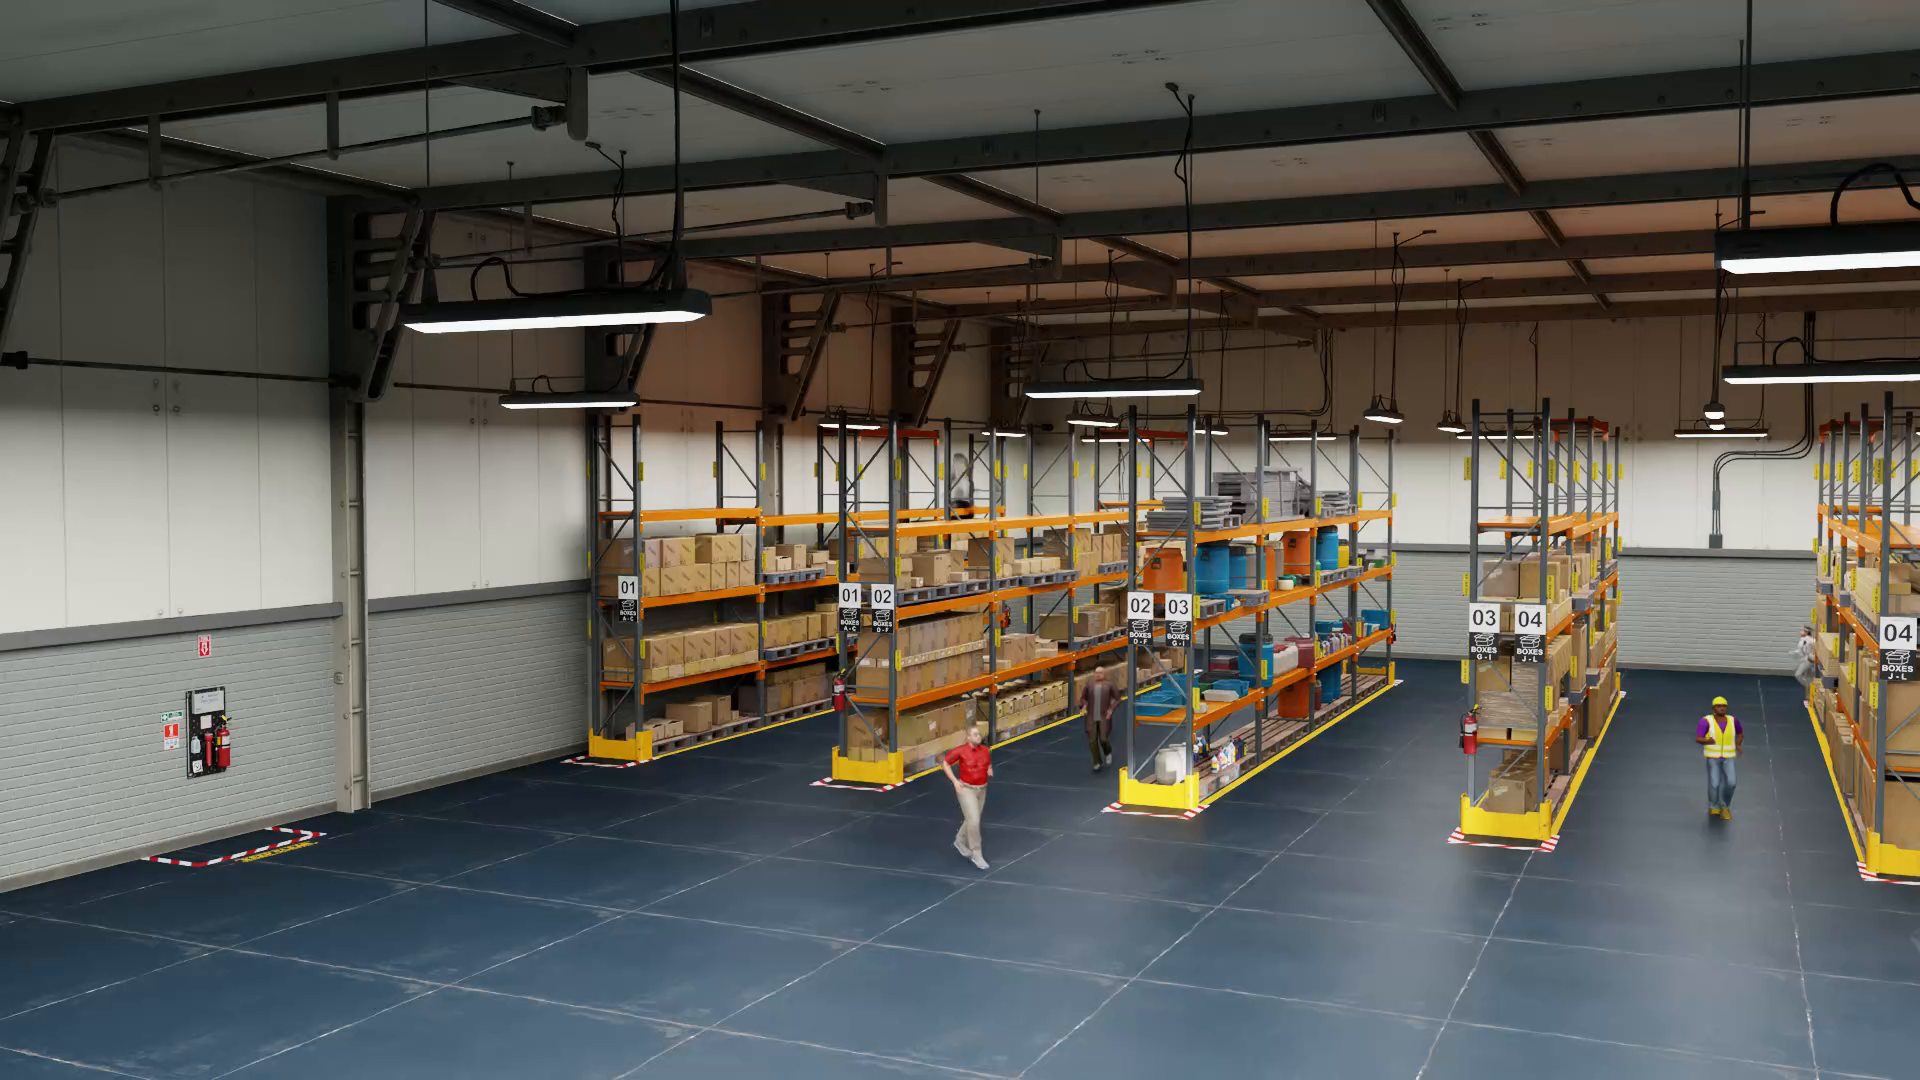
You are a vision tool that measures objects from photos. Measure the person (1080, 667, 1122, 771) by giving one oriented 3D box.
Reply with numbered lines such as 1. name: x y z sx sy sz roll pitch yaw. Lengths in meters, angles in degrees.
1. person: 2.329 3.008 27.859 0.706 1.683 0.663 1 2 19

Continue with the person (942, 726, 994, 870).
1. person: 0.166 3.255 21.245 0.652 1.762 0.814 -2 3 -41

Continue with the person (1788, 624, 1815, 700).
1. person: 18.514 2.663 36.336 0.697 1.620 0.599 0 2 7

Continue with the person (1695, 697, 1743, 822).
1. person: 10.916 3.147 23.849 0.676 1.788 0.668 1 2 14
